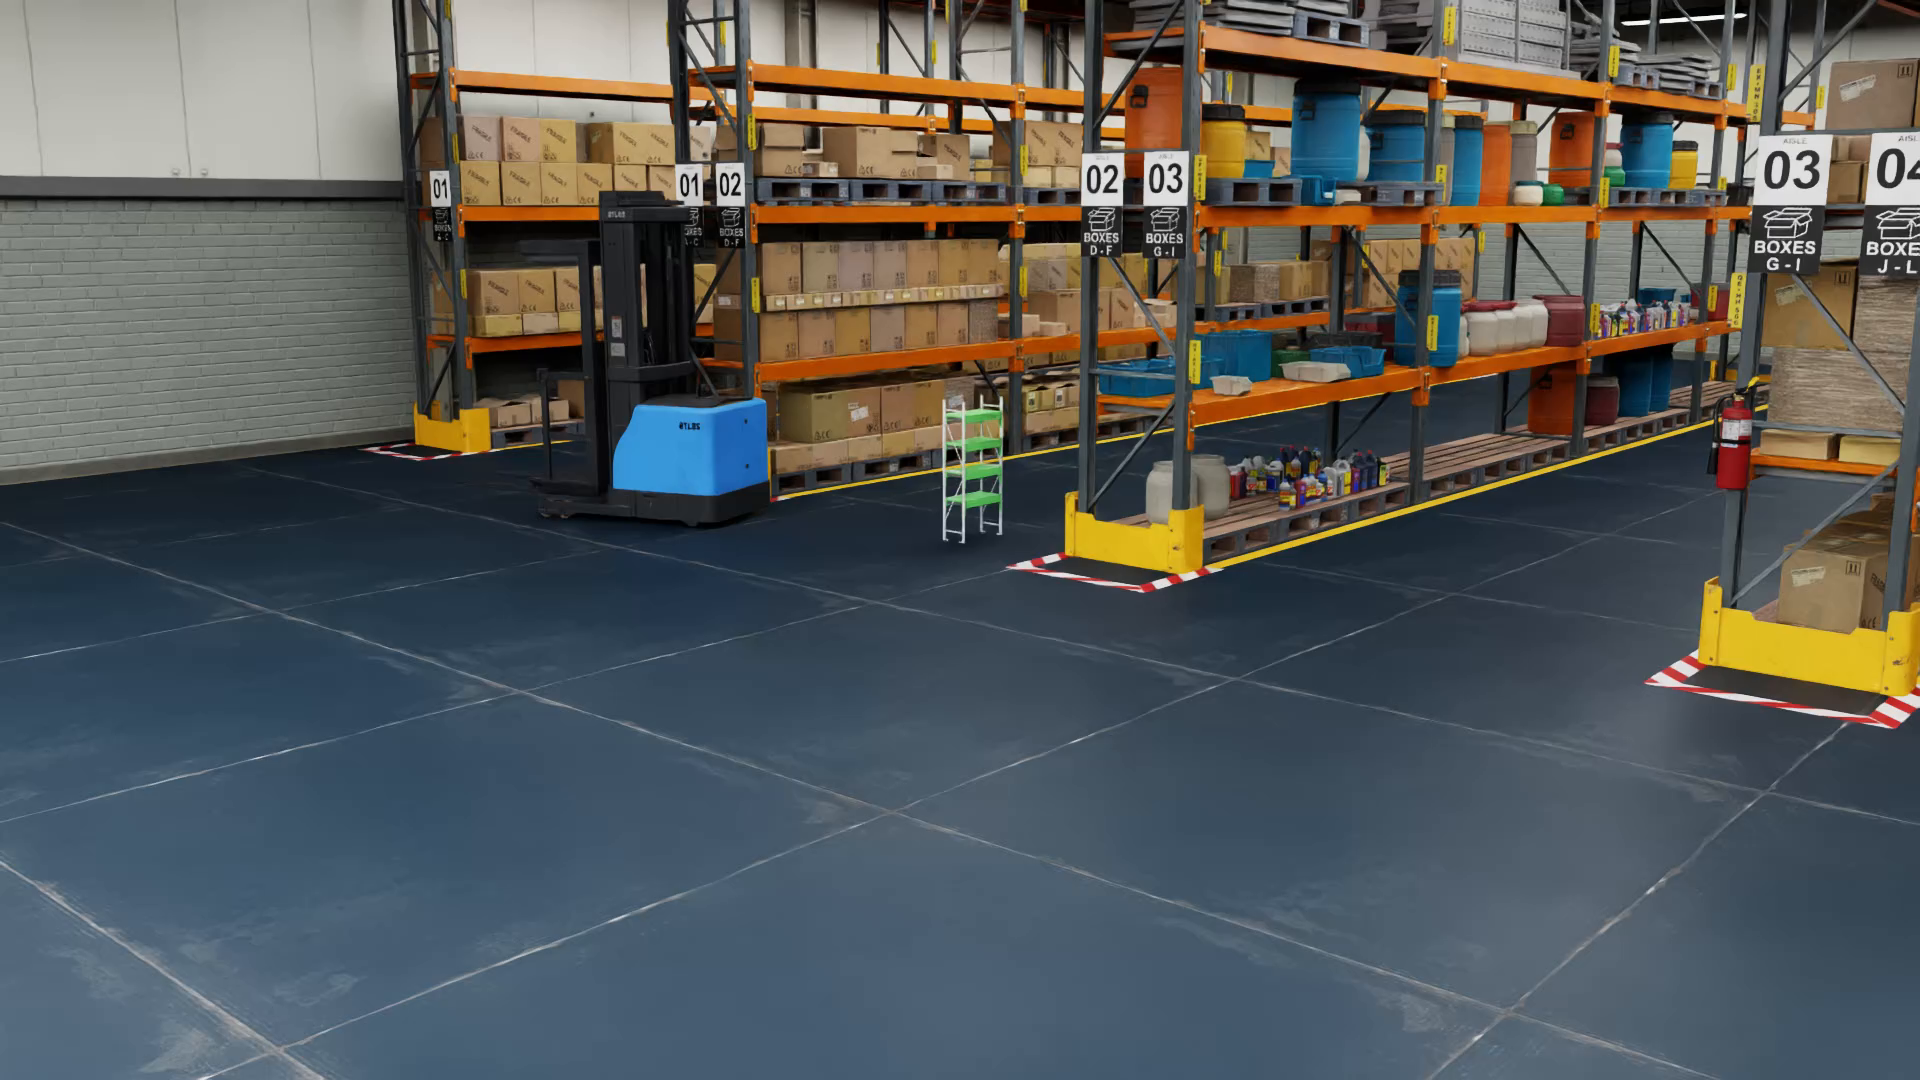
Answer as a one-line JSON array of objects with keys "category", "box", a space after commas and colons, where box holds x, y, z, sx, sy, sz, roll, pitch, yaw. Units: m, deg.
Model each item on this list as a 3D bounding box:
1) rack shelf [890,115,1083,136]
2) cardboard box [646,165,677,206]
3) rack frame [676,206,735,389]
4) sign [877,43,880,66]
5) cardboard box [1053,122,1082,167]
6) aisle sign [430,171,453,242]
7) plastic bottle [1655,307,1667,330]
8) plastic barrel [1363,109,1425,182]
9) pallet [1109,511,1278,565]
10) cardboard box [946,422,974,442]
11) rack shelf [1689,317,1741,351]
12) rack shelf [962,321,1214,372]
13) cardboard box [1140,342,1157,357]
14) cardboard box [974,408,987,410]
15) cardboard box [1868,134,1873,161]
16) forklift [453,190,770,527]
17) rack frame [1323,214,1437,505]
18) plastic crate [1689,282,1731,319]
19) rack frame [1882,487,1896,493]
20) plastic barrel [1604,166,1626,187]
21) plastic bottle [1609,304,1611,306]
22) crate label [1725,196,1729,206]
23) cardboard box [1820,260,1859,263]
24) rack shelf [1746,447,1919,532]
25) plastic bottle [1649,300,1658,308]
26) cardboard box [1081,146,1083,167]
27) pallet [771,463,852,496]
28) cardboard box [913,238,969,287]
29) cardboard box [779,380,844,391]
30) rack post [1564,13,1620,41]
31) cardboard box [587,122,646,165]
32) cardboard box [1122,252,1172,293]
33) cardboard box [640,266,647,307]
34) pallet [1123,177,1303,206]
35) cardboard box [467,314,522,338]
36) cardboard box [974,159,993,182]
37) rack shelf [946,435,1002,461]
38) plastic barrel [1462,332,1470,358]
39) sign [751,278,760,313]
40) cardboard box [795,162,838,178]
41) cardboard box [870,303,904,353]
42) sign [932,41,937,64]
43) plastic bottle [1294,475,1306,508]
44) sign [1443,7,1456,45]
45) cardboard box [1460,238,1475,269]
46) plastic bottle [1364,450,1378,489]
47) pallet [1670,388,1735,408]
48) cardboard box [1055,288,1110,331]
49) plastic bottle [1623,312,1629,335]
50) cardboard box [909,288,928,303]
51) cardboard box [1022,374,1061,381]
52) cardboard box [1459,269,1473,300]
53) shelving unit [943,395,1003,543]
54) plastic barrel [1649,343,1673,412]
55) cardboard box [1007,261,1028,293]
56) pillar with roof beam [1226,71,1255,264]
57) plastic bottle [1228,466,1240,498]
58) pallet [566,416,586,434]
[{"category": "rack shelf", "box": [0.528, -6.431, 26.290, 1.077, 0.370, 4.000, 10, 15, 40]}, {"category": "cardboard box", "box": [-3.923, -4.506, 21.146, 0.500, 0.500, 0.500, 8, 14, 36]}, {"category": "rack frame", "box": [-3.432, -3.155, 22.348, 1.000, 3.000, 0.127, 10, 15, 40]}, {"category": "sign", "box": [-1.211, -7.292, 24.957, 0.100, 0.325, 0.005, 10, 15, 40]}, {"category": "cardboard box", "box": [1.087, -4.658, 19.614, 0.500, 0.500, 0.500, -10, 15, -42]}, {"category": "aisle sign", "box": [-5.895, -3.792, 18.900, 0.394, 0.787, 0.004, 10, 15, 40]}, {"category": "plastic bottle", "box": [8.699, -2.762, 20.700, 0.152, 0.276, 0.135, 10, 15, 40]}, {"category": "plastic barrel", "box": [4.182, -3.694, 16.107, 0.600, 0.901, 0.708, 10, 15, 40]}, {"category": "pallet", "box": [1.924, -0.054, 13.943, 1.003, 0.211, 1.213, 10, 15, 40]}, {"category": "cardboard box", "box": [-0.188, -1.204, 18.527, 0.500, 0.250, 0.500, 10, 15, 40]}, {"category": "rack shelf", "box": [10.611, -2.992, 23.372, 1.077, 0.370, 4.000, 10, 15, 40]}, {"category": "rack shelf", "box": [1.612, -2.456, 20.688, 1.077, 0.370, 4.000, 10, 15, 40]}, {"category": "cardboard box", "box": [3.094, -3.557, 29.674, 0.700, 0.500, 0.500, 10, 15, 42]}, {"category": "cardboard box", "box": [0.347, -1.471, 19.866, 0.500, 0.250, 0.500, 10, 15, 40]}, {"category": "cardboard box", "box": [5.445, -2.249, 9.517, 0.380, 0.149, 0.250, 10, 15, 40]}, {"category": "forklift", "box": [-3.325, -1.723, 15.353, 3.031, 2.935, 1.130, 5, 12, 23]}, {"category": "rack frame", "box": [4.010, -1.874, 15.935, 1.000, 3.000, 0.127, 10, 15, 40]}, {"category": "plastic crate", "box": [10.068, -3.211, 22.311, 0.402, 0.464, 0.583, 10, 15, 40]}, {"category": "rack frame", "box": [7.730, -1.234, 12.729, 1.000, 3.000, 0.127, 10, 15, 40]}, {"category": "plastic barrel", "box": [7.522, -4.189, 19.194, 0.294, 0.245, 0.294, 0, 11, 0]}, {"category": "plastic bottle", "box": [8.360, -2.902, 21.409, 0.097, 0.271, 0.097, 0, 11, 0]}, {"category": "crate label", "box": [9.831, -4.427, 21.734, 0.293, 0.136, 0.466, 10, 15, 40]}, {"category": "cardboard box", "box": [5.593, -1.517, 10.583, 0.500, 0.500, 0.500, 10, 15, 40]}, {"category": "rack shelf", "box": [6.410, -0.587, 11.326, 1.077, 0.370, 4.000, 10, 15, 40]}, {"category": "plastic bottle", "box": [8.699, -2.841, 20.901, 0.144, 0.351, 0.185, 10, 15, 40]}, {"category": "cardboard box", "box": [2.135, -6.485, 28.503, 0.500, 0.500, 0.500, 10, 15, 40]}, {"category": "pallet", "box": [-1.876, -0.677, 17.061, 1.003, 0.211, 1.213, 10, 15, 40]}, {"category": "cardboard box", "box": [-0.329, -3.060, 18.303, 0.700, 0.500, 0.500, 10, 15, 40]}, {"category": "cardboard box", "box": [-1.570, -1.418, 17.686, 0.500, 0.500, 0.500, 10, 15, 40]}, {"category": "rack post", "box": [7.091, -5.785, 18.881, 0.624, 0.289, 0.986, 10, 15, 40]}, {"category": "cardboard box", "box": [-4.250, -4.906, 20.598, 0.500, 0.500, 0.500, 9, 14, 38]}, {"category": "cardboard box", "box": [3.178, -4.772, 29.677, 0.980, 0.700, 0.700, 9, 14, 38]}, {"category": "cardboard box", "box": [-4.178, -3.202, 21.004, 0.500, 0.500, 0.500, 9, 15, 39]}, {"category": "pallet", "box": [1.989, -2.773, 13.259, 1.003, 0.211, 1.213, 10, 15, 40]}, {"category": "cardboard box", "box": [-5.512, -2.533, 19.568, 0.500, 0.250, 0.500, 9, 15, 39]}, {"category": "cardboard box", "box": [0.171, -5.722, 26.166, 0.700, 0.500, 0.500, 11, 16, 43]}, {"category": "rack shelf", "box": [0.109, -0.785, 14.181, 0.258, 0.148, 0.480, 10, 15, 40]}, {"category": "plastic barrel", "box": [4.999, -1.981, 16.824, 0.301, 0.262, 0.301, 0, 11, 0]}, {"category": "sign", "box": [-1.936, -2.317, 15.742, 0.100, 0.325, 0.005, 10, 15, 40]}, {"category": "cardboard box", "box": [-1.440, -3.699, 16.626, 0.380, 0.149, 0.250, 10, 15, 40]}, {"category": "cardboard box", "box": [-1.011, -2.271, 17.666, 0.700, 0.500, 0.500, 10, 15, 42]}, {"category": "sign", "box": [-0.378, -7.113, 24.264, 0.100, 0.325, 0.005, 10, 15, 40]}, {"category": "plastic bottle", "box": [2.963, -0.427, 14.500, 0.061, 0.283, 0.133, 10, 15, 41]}, {"category": "sign", "box": [4.416, -4.641, 15.004, 0.100, 0.325, 0.005, 10, 15, 40]}, {"category": "cardboard box", "box": [8.125, -4.719, 27.370, 0.500, 0.500, 0.500, 10, 15, 40]}, {"category": "plastic bottle", "box": [3.801, -0.659, 15.491, 0.144, 0.351, 0.185, 9, 15, 39]}, {"category": "pallet", "box": [10.552, -1.977, 23.571, 1.003, 0.211, 1.213, 10, 15, 40]}, {"category": "cardboard box", "box": [1.489, -2.826, 20.447, 0.500, 0.500, 0.500, 10, 15, 40]}, {"category": "plastic bottle", "box": [7.886, -2.571, 19.752, 0.097, 0.271, 0.097, 0, 11, 0]}, {"category": "cardboard box", "box": [-0.567, -2.628, 17.798, 0.380, 0.149, 0.250, 10, 15, 42]}, {"category": "cardboard box", "box": [1.013, -1.895, 20.555, 0.500, 0.311, 0.500, 10, 15, 40]}, {"category": "cardboard box", "box": [8.121, -4.228, 27.468, 0.500, 0.500, 0.500, 10, 15, 42]}, {"category": "shelving unit", "box": [0.109, -0.613, 14.216, 0.258, 1.200, 0.503, 10, 15, 40]}, {"category": "plastic barrel", "box": [8.919, -2.150, 21.603, 0.600, 0.901, 0.708, 10, 15, 40]}, {"category": "cardboard box", "box": [0.740, -4.213, 26.579, 0.500, 0.500, 0.500, 10, 15, 42]}, {"category": "pillar with roof beam", "box": [8.855, -7.815, 30.362, 9.100, 9.000, 0.548, 10, 15, 40]}, {"category": "plastic bottle", "box": [2.439, -0.526, 15.017, 0.152, 0.276, 0.135, 10, 15, 41]}, {"category": "pallet", "box": [-4.654, -1.504, 21.201, 1.003, 0.211, 1.213, 10, 15, 40]}]
